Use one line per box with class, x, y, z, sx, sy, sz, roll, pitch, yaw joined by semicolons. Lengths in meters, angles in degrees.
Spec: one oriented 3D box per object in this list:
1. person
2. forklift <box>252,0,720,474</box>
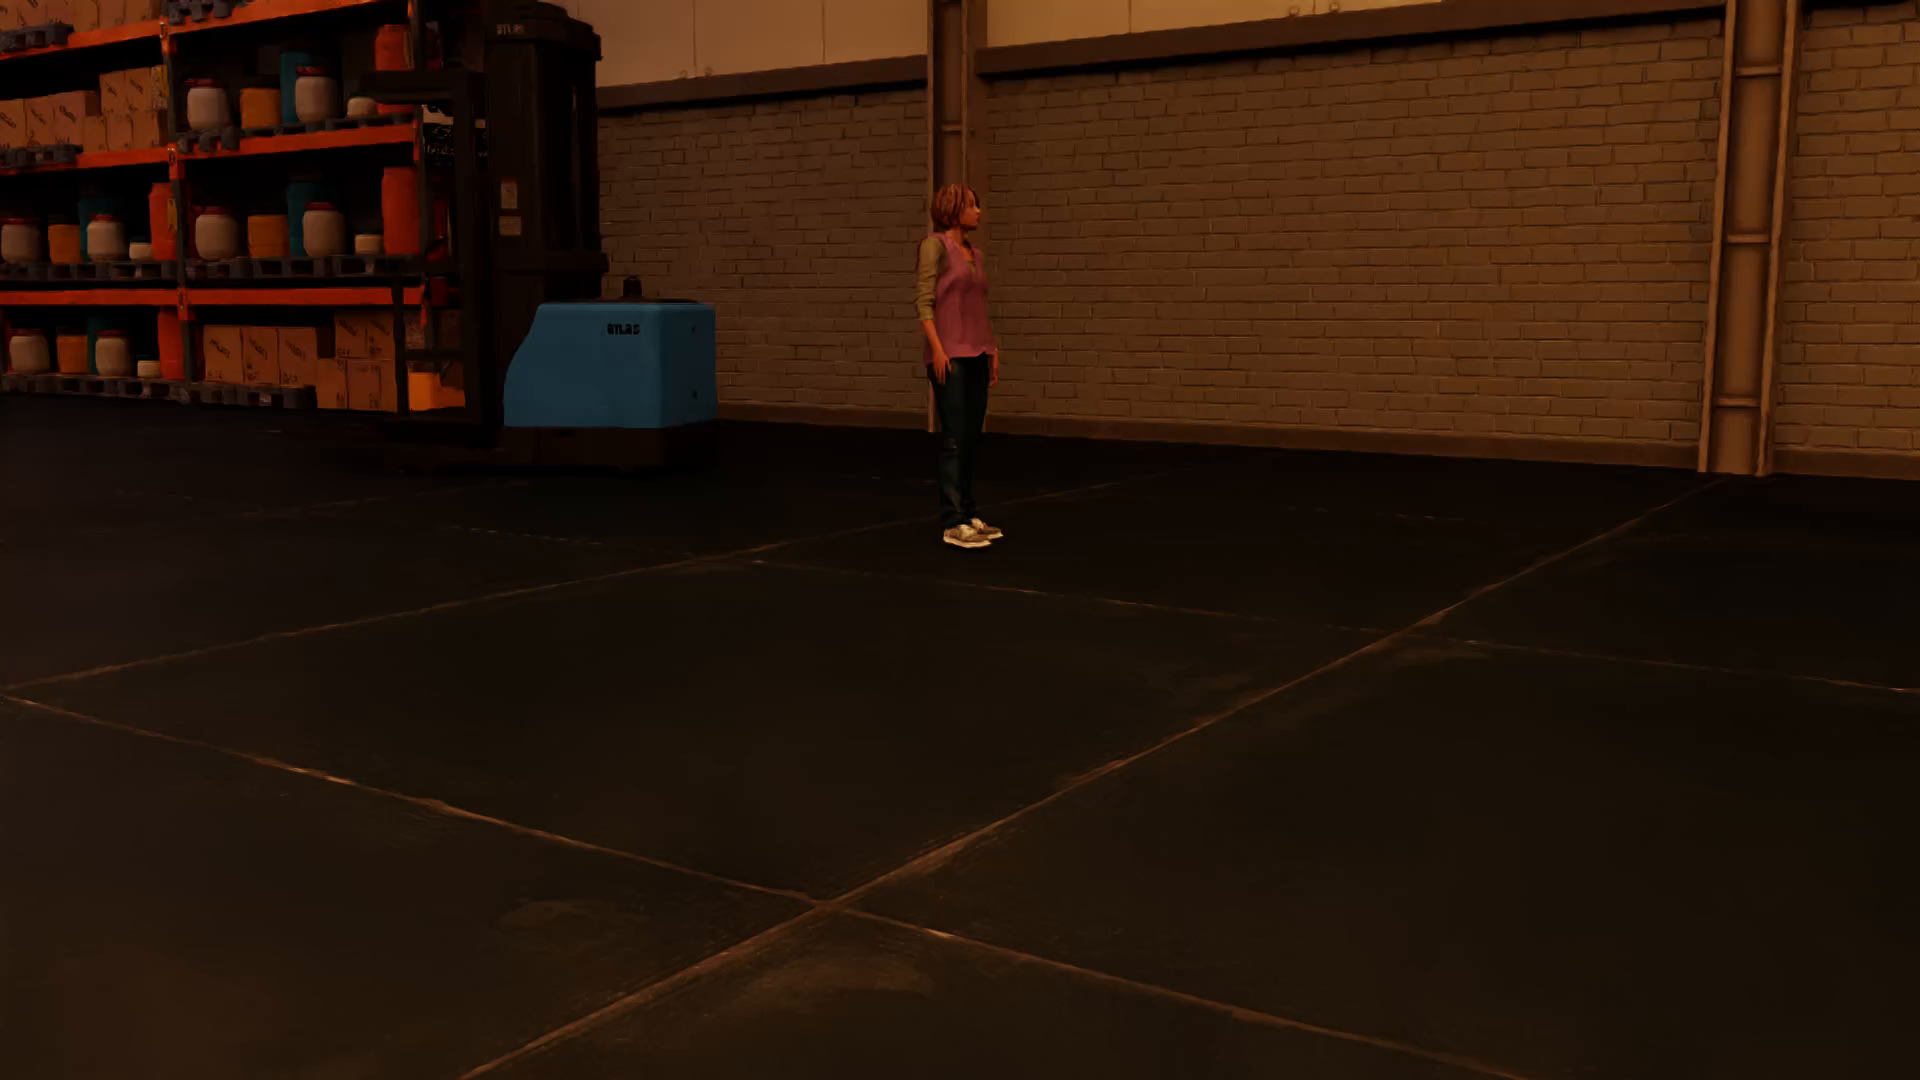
person;0.054;-0.790;7.438;0.474;1.597;0.520;5;10;34
forklift;-3.182;-1.947;10.888;3.031;2.935;1.130;2;8;14
